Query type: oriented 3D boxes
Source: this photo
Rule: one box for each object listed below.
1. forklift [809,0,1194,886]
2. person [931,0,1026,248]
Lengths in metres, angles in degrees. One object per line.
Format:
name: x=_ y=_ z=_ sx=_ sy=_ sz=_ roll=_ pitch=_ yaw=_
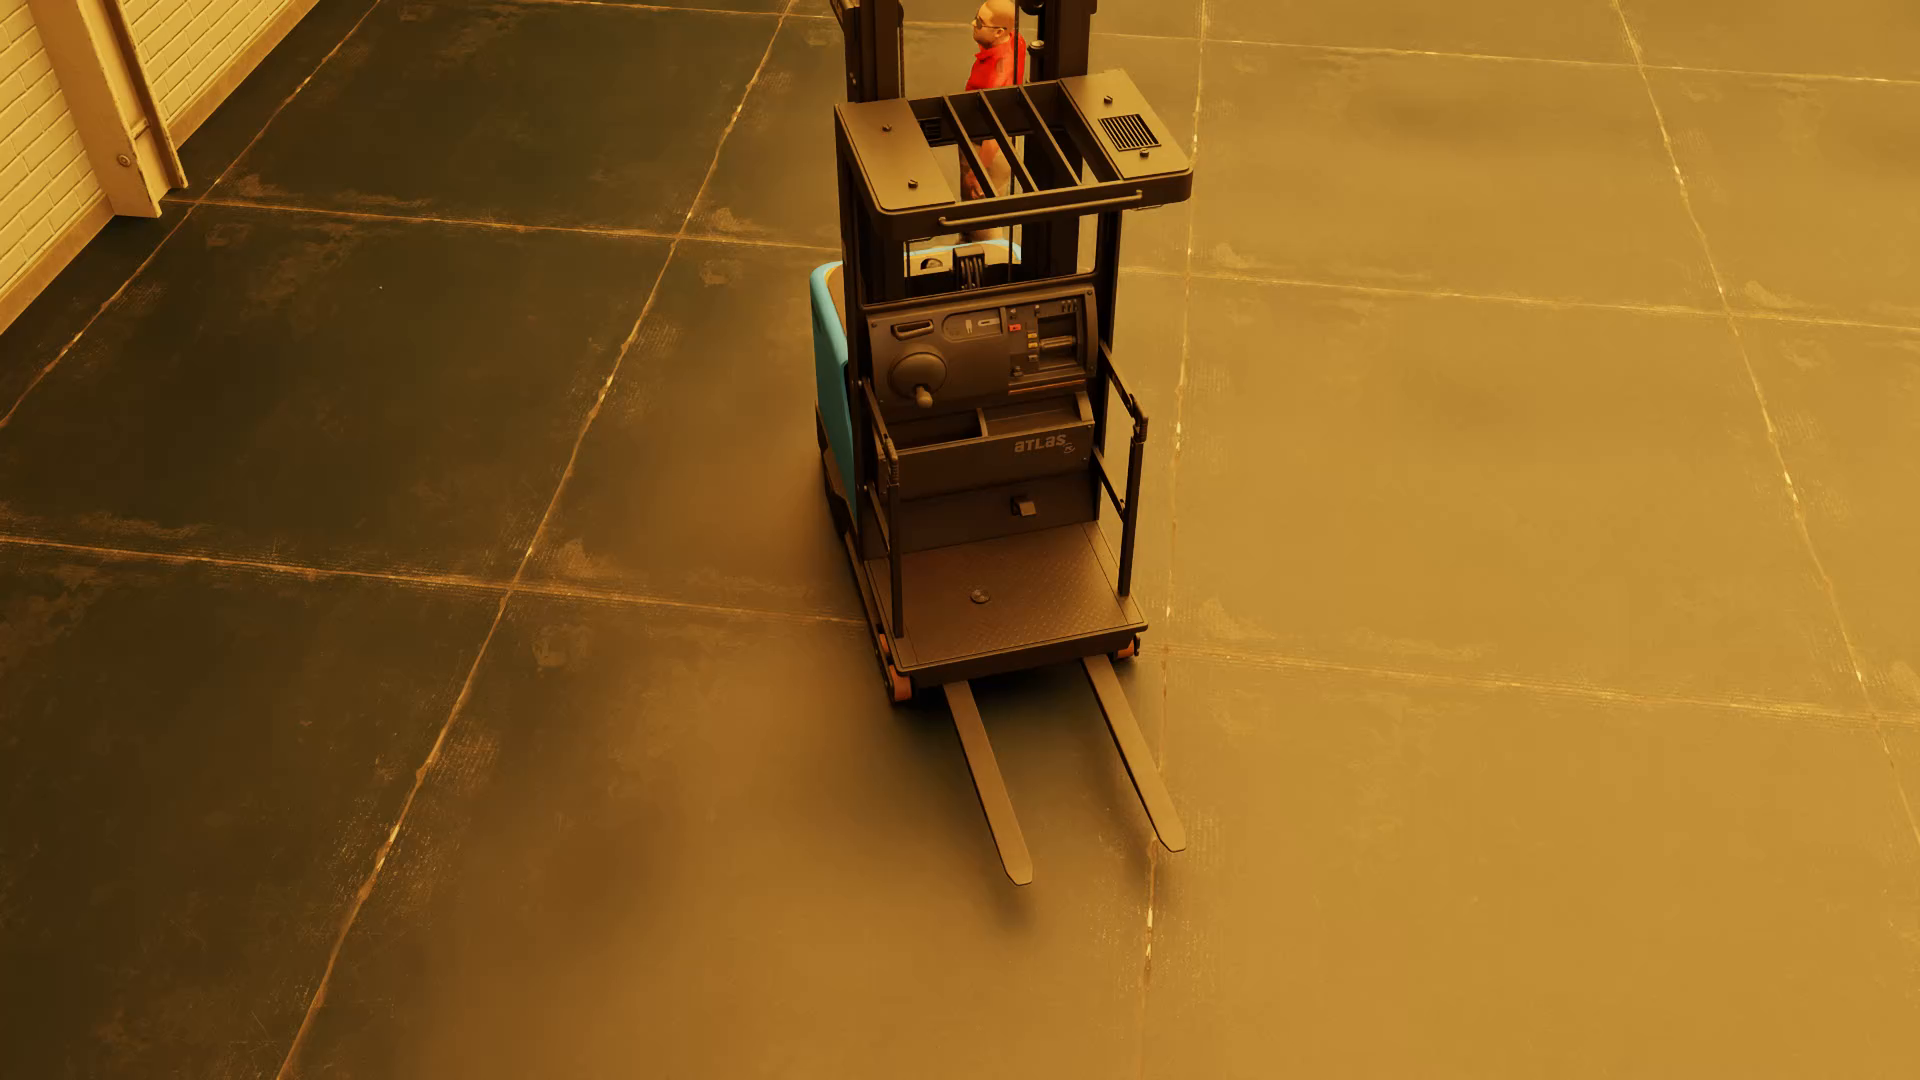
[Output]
forklift: x=0.153 y=-0.681 z=6.465 sx=1.130 sy=2.935 sz=3.031 roll=-10 pitch=44 yaw=-11
person: x=0.054 y=-2.089 z=8.875 sx=0.550 sy=1.727 sz=0.642 roll=4 pitch=43 yaw=5
